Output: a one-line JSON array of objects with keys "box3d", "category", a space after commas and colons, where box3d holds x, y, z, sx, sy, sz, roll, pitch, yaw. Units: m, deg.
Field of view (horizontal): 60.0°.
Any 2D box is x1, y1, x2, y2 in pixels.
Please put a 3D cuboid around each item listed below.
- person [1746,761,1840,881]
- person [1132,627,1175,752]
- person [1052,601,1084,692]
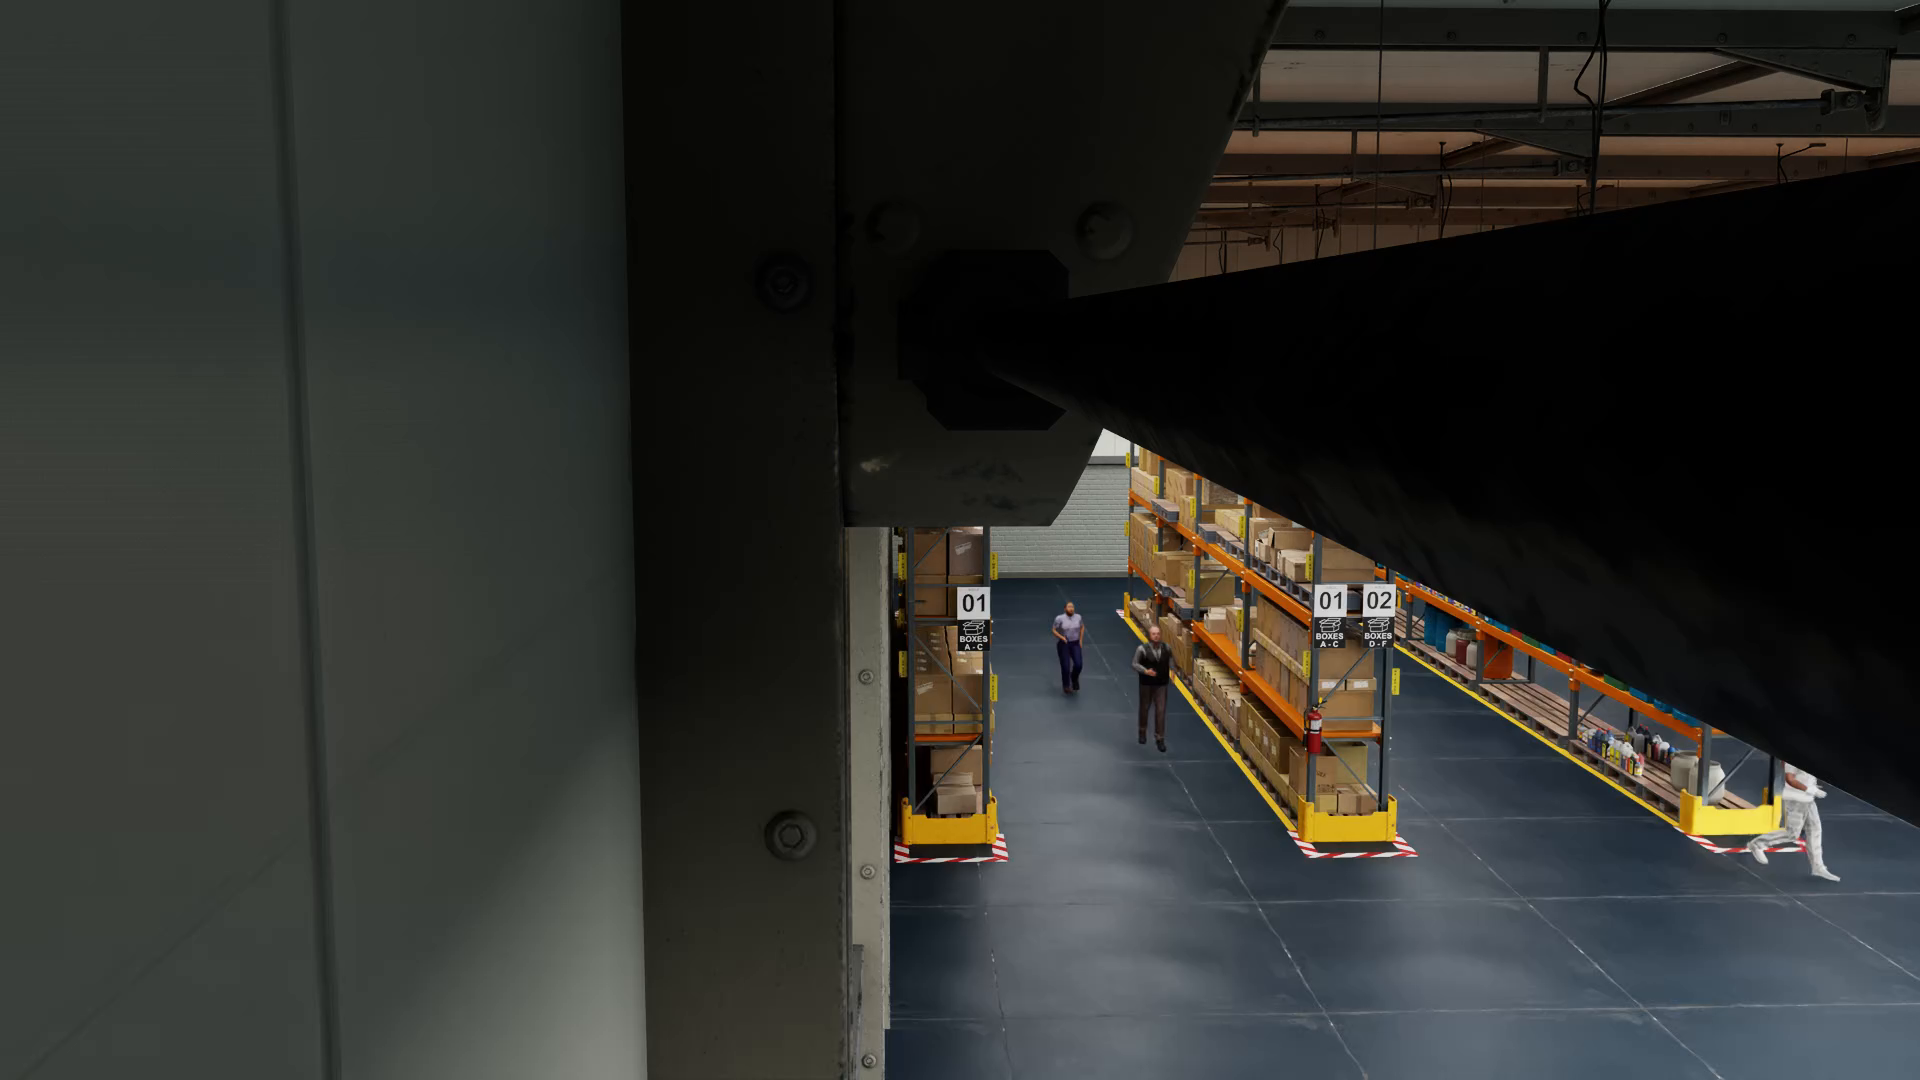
[{"box3d": [9.686, 2.997, 19.213, 0.995, 1.774, 0.716, 5, 9, 35], "category": "person"}, {"box3d": [2.804, 2.122, 24.039, 0.676, 1.770, 0.814, -1, 7, -8], "category": "person"}, {"box3d": [1.893, 1.851, 28.750, 0.604, 1.610, 0.581, -1, 7, -8], "category": "person"}]
